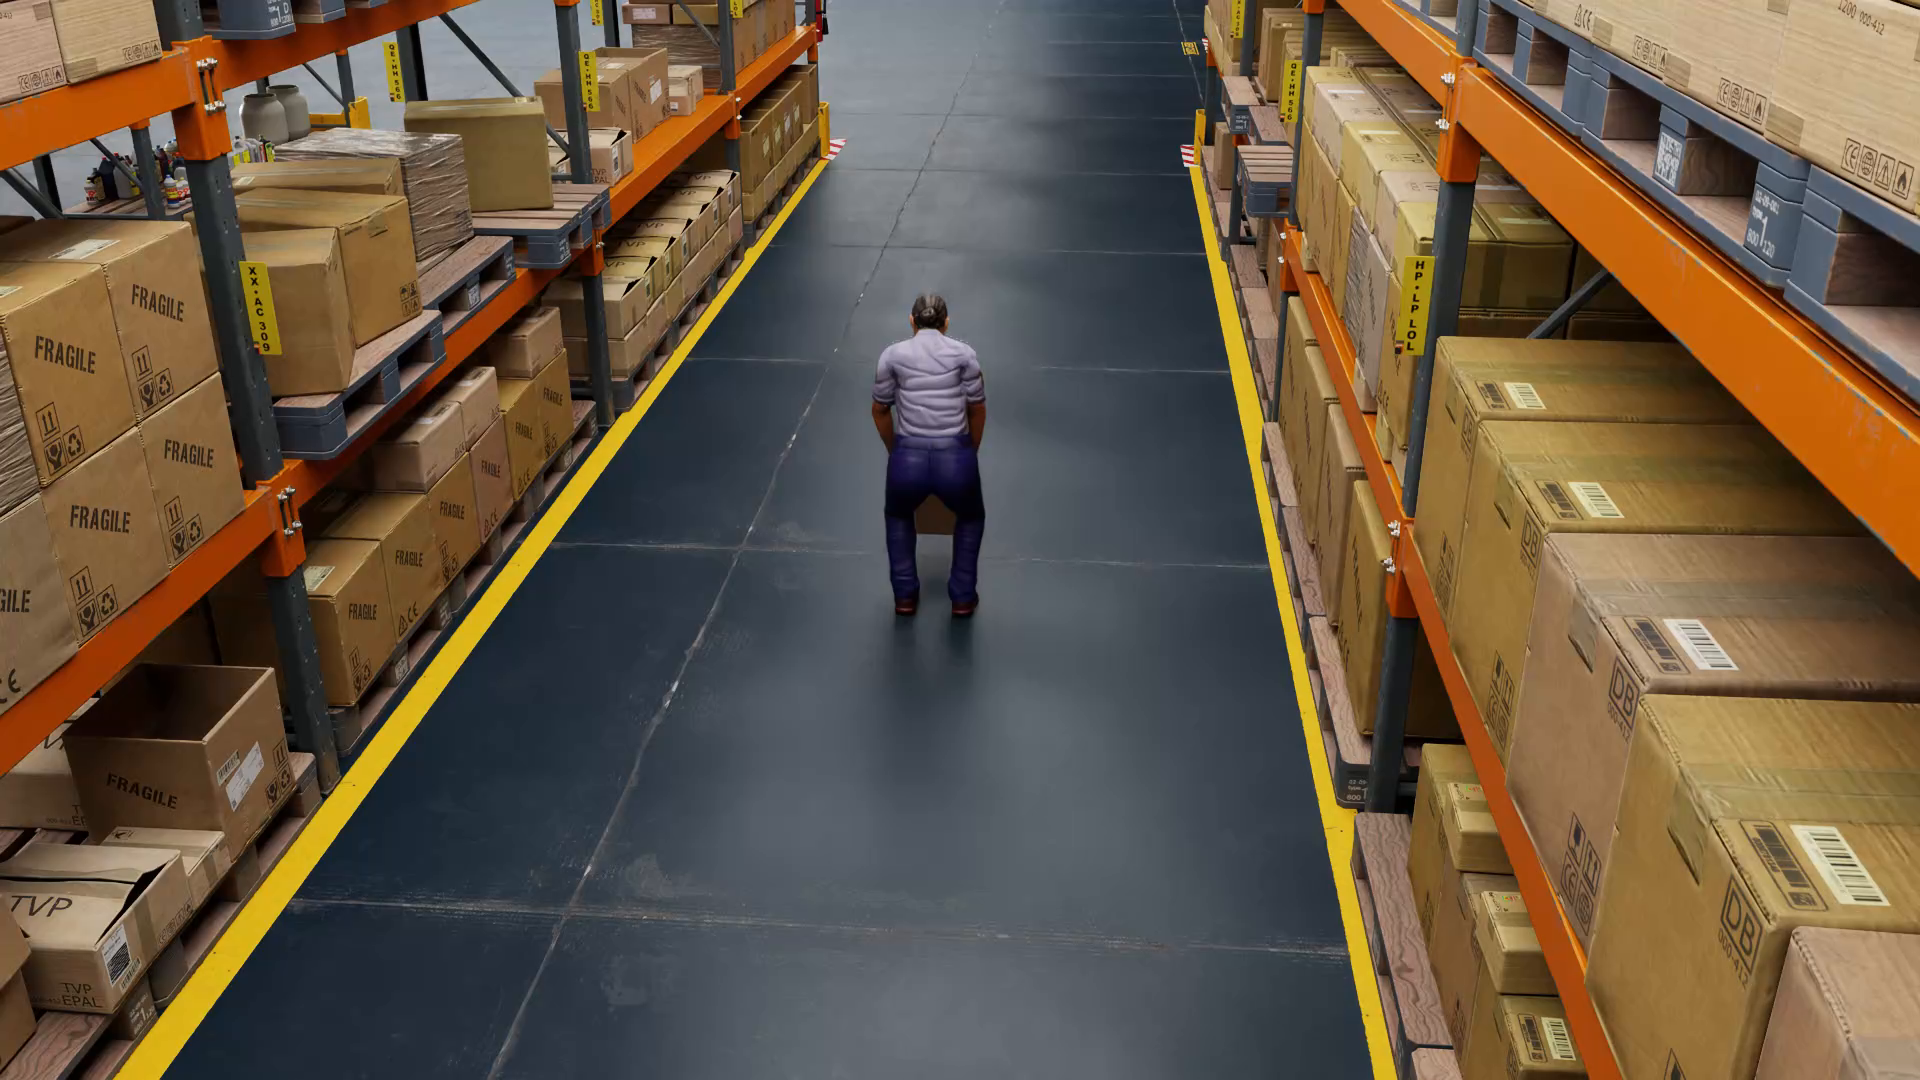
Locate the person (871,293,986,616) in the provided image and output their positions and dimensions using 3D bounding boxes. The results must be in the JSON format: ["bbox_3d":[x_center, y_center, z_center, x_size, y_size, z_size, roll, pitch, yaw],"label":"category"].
[{"bbox_3d":[-0.147,-0.374,7.668,0.528,1.469,0.524,2,25,5],"label":"person"}]
